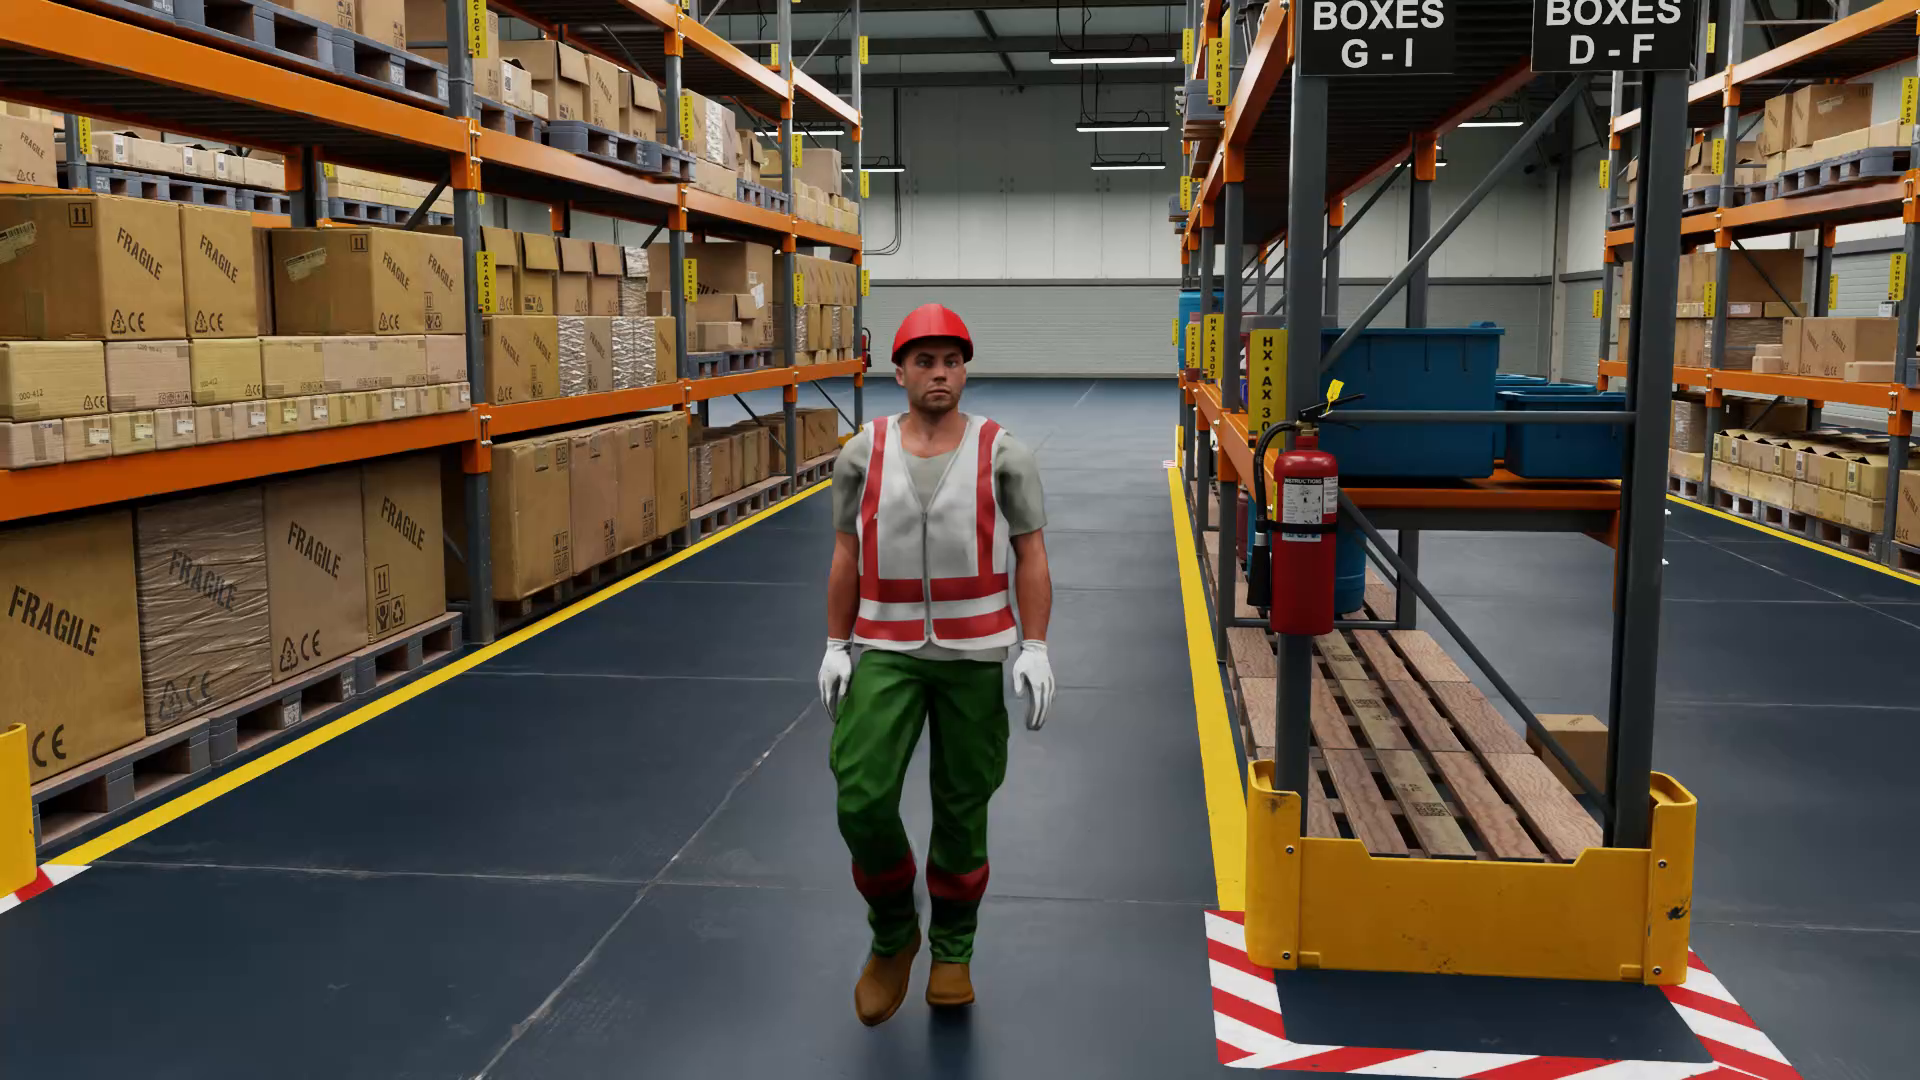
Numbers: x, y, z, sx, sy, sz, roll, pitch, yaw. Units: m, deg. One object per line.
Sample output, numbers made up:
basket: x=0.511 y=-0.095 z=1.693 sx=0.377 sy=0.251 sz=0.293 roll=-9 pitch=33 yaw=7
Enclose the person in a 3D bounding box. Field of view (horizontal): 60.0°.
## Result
person: x=-0.067 y=0.319 z=4.129 sx=0.608 sy=1.801 sz=0.485 roll=0 pitch=7 yaw=2
